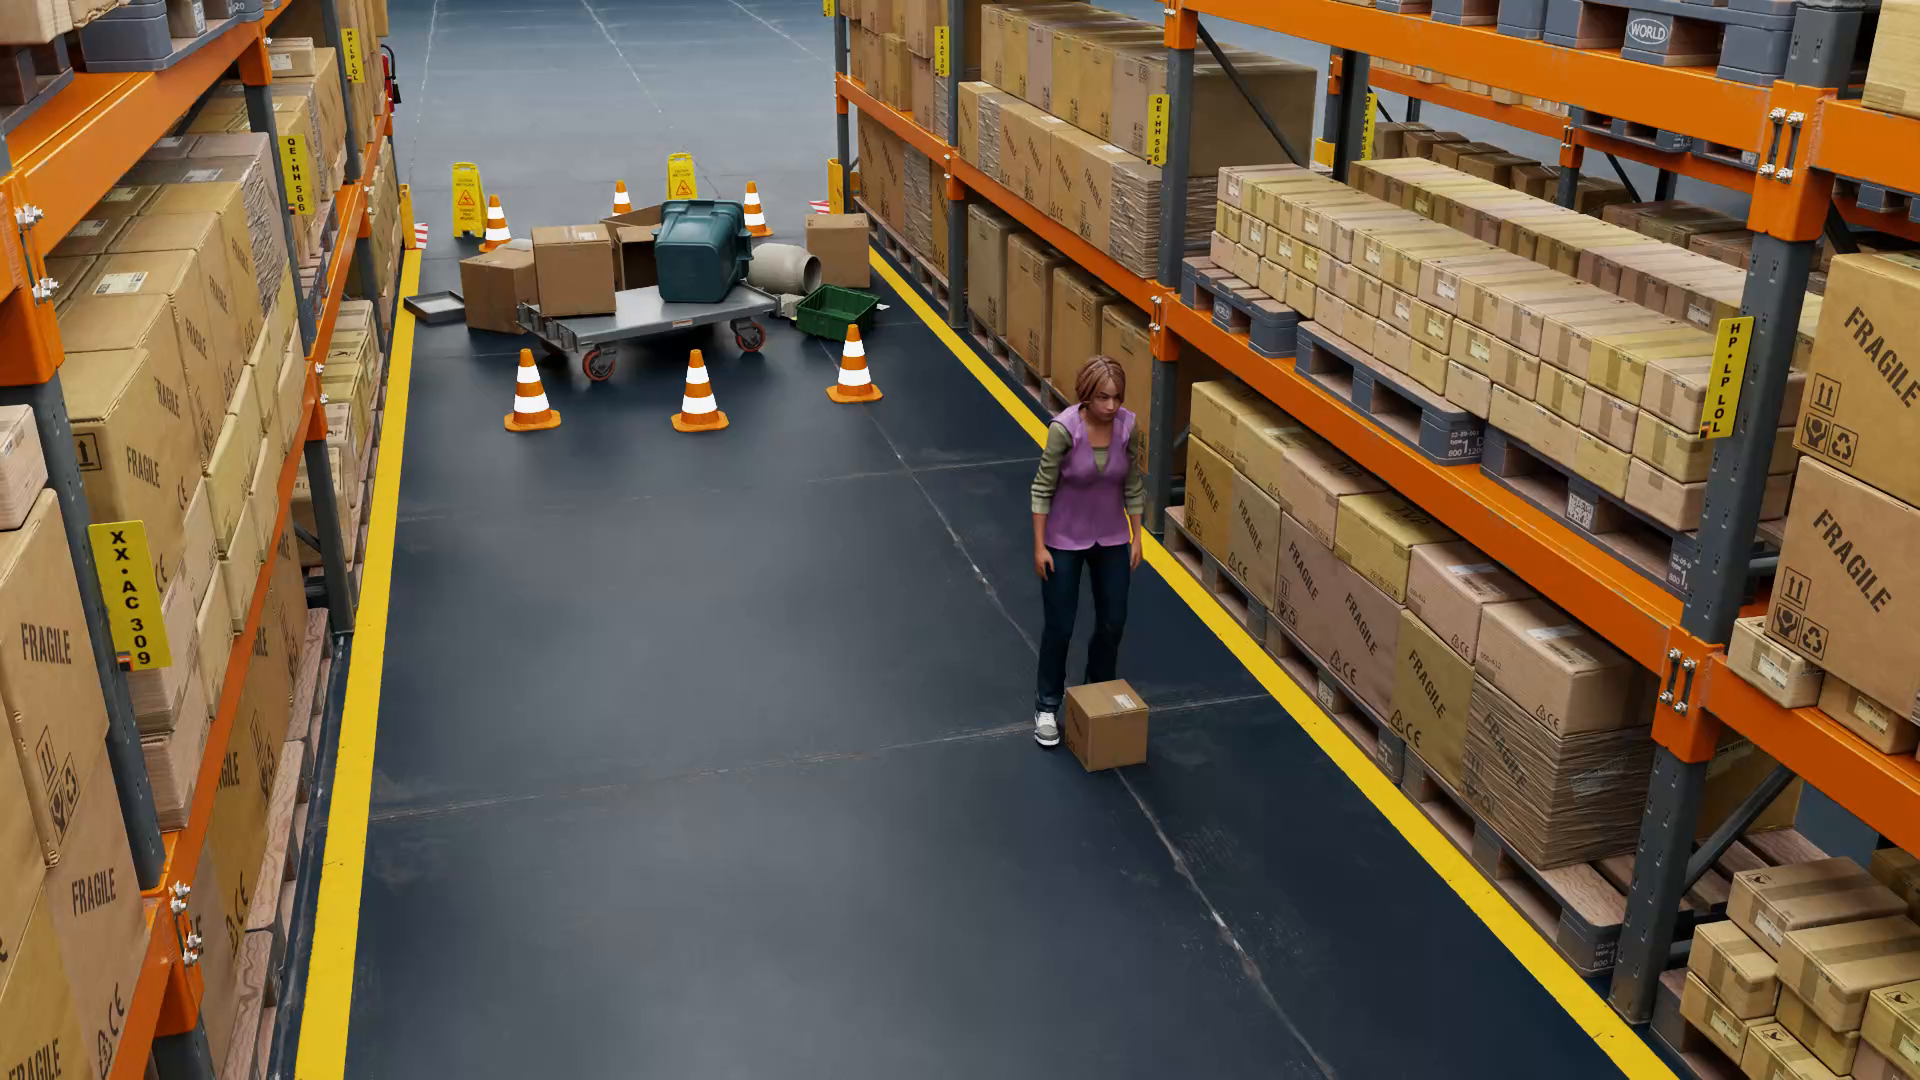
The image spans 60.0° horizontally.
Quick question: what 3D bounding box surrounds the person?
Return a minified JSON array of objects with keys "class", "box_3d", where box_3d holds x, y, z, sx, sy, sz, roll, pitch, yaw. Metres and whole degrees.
[{"class":"person","box_3d":[0.507,0.032,6.536,0.459,1.593,0.369,-6,24,-14]}]
